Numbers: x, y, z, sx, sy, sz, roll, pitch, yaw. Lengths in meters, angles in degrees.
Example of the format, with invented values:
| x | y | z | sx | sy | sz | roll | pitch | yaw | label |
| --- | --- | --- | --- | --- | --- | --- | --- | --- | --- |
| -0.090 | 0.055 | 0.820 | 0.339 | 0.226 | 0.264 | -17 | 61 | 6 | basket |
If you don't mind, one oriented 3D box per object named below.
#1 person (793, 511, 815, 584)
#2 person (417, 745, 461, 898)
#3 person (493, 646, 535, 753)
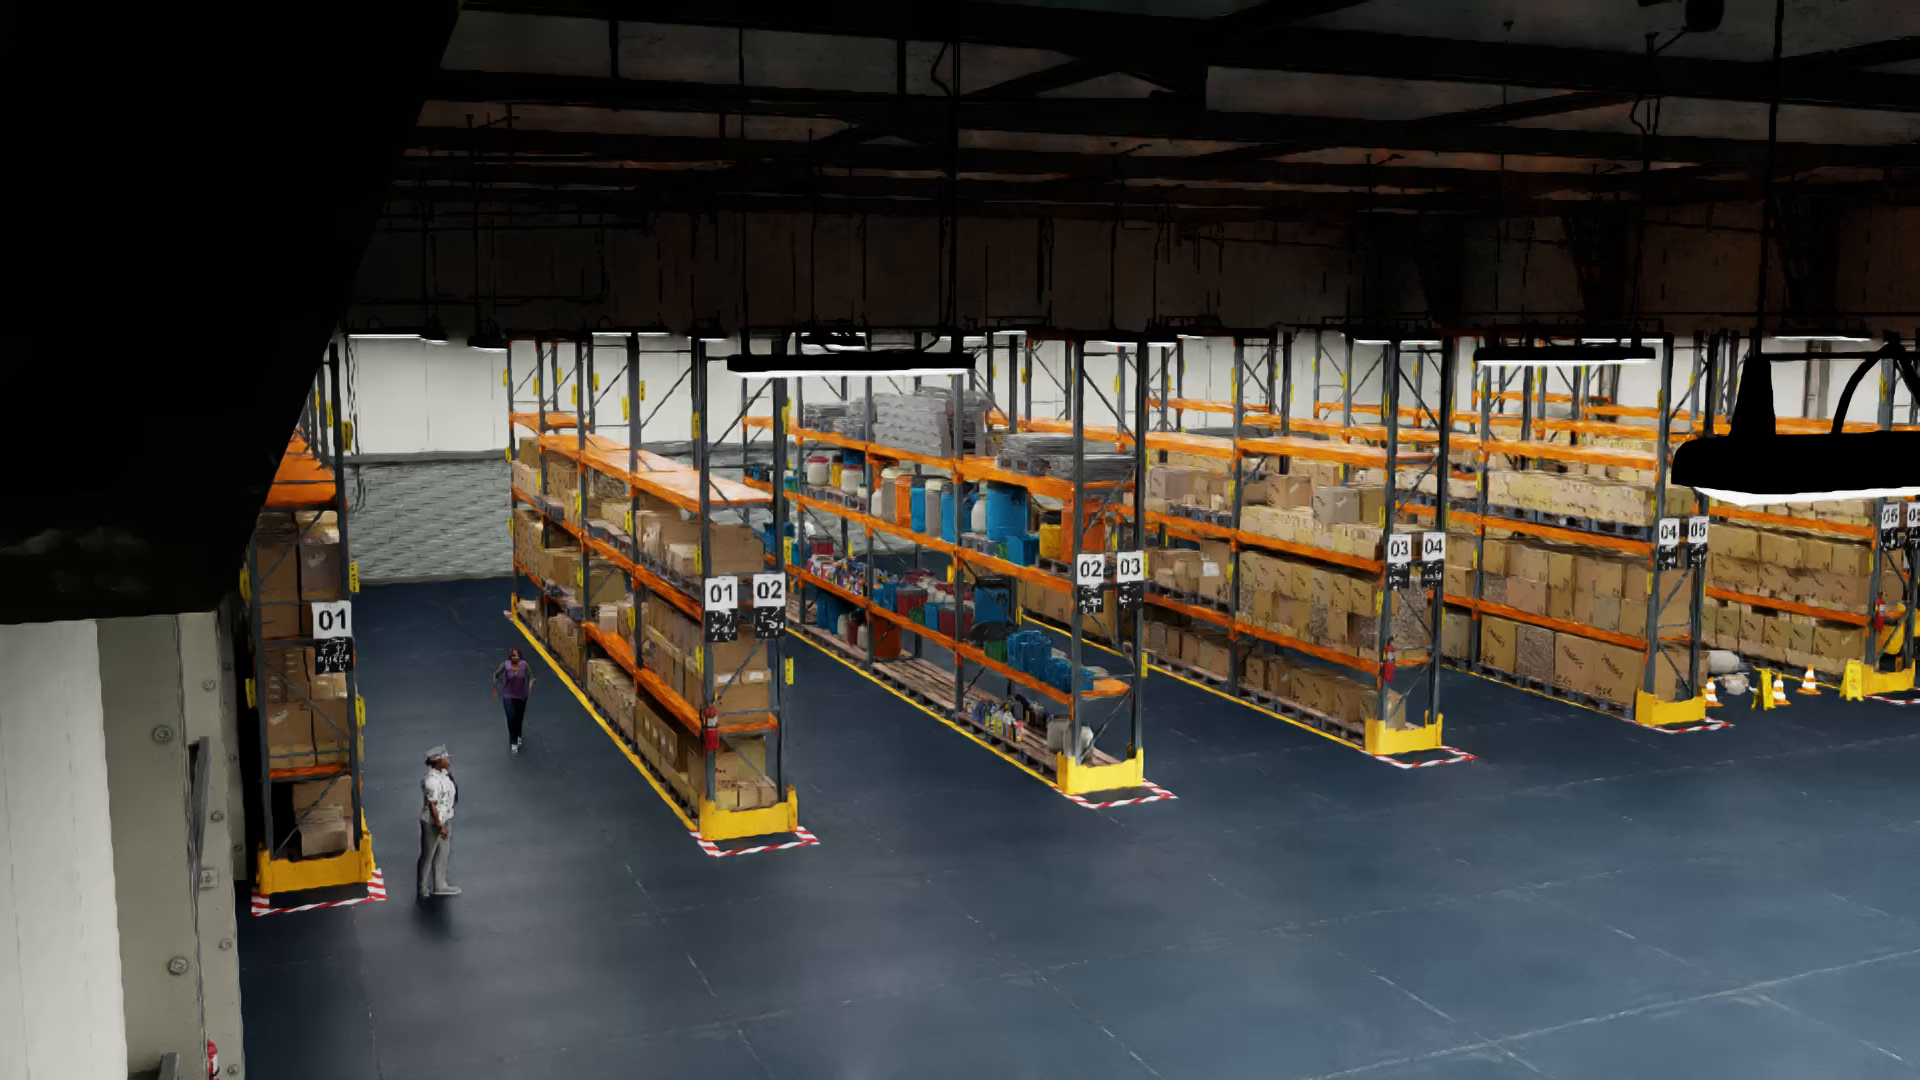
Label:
| x | y | z | sx | sy | sz | roll | pitch | yaw | label |
| --- | --- | --- | --- | --- | --- | --- | --- | --- | --- |
| -3.618 | 0.162 | 39.123 | 0.739 | 1.732 | 0.581 | 2 | 8 | 17 | person |
| -5.720 | 3.060 | 18.091 | 0.482 | 1.672 | 0.445 | 1 | 8 | 11 | person |
| -6.495 | 2.283 | 24.261 | 0.562 | 1.533 | 0.797 | -4 | 9 | -28 | person |
